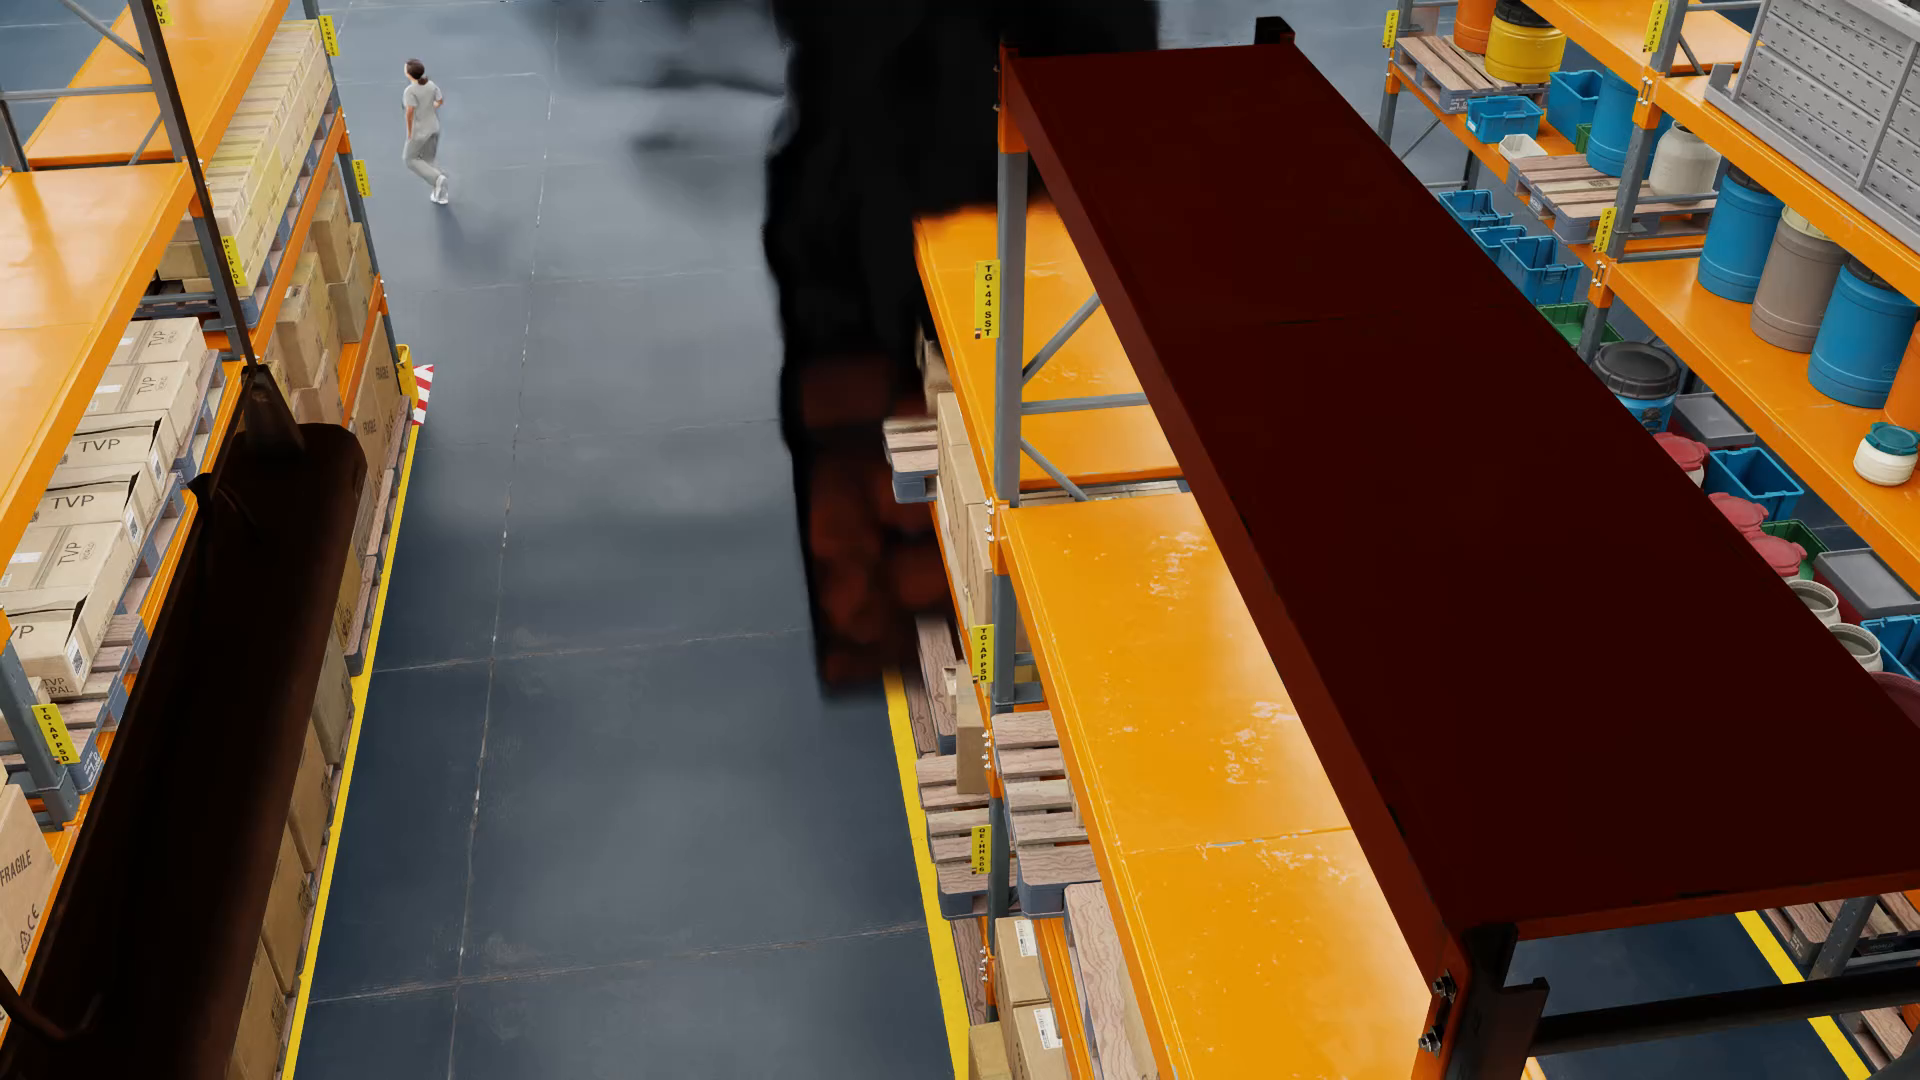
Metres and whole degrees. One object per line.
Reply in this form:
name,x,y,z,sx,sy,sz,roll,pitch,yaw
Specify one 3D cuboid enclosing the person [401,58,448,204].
person,-5.847,-4.450,18.139,0.578,1.636,0.601,20,41,25
